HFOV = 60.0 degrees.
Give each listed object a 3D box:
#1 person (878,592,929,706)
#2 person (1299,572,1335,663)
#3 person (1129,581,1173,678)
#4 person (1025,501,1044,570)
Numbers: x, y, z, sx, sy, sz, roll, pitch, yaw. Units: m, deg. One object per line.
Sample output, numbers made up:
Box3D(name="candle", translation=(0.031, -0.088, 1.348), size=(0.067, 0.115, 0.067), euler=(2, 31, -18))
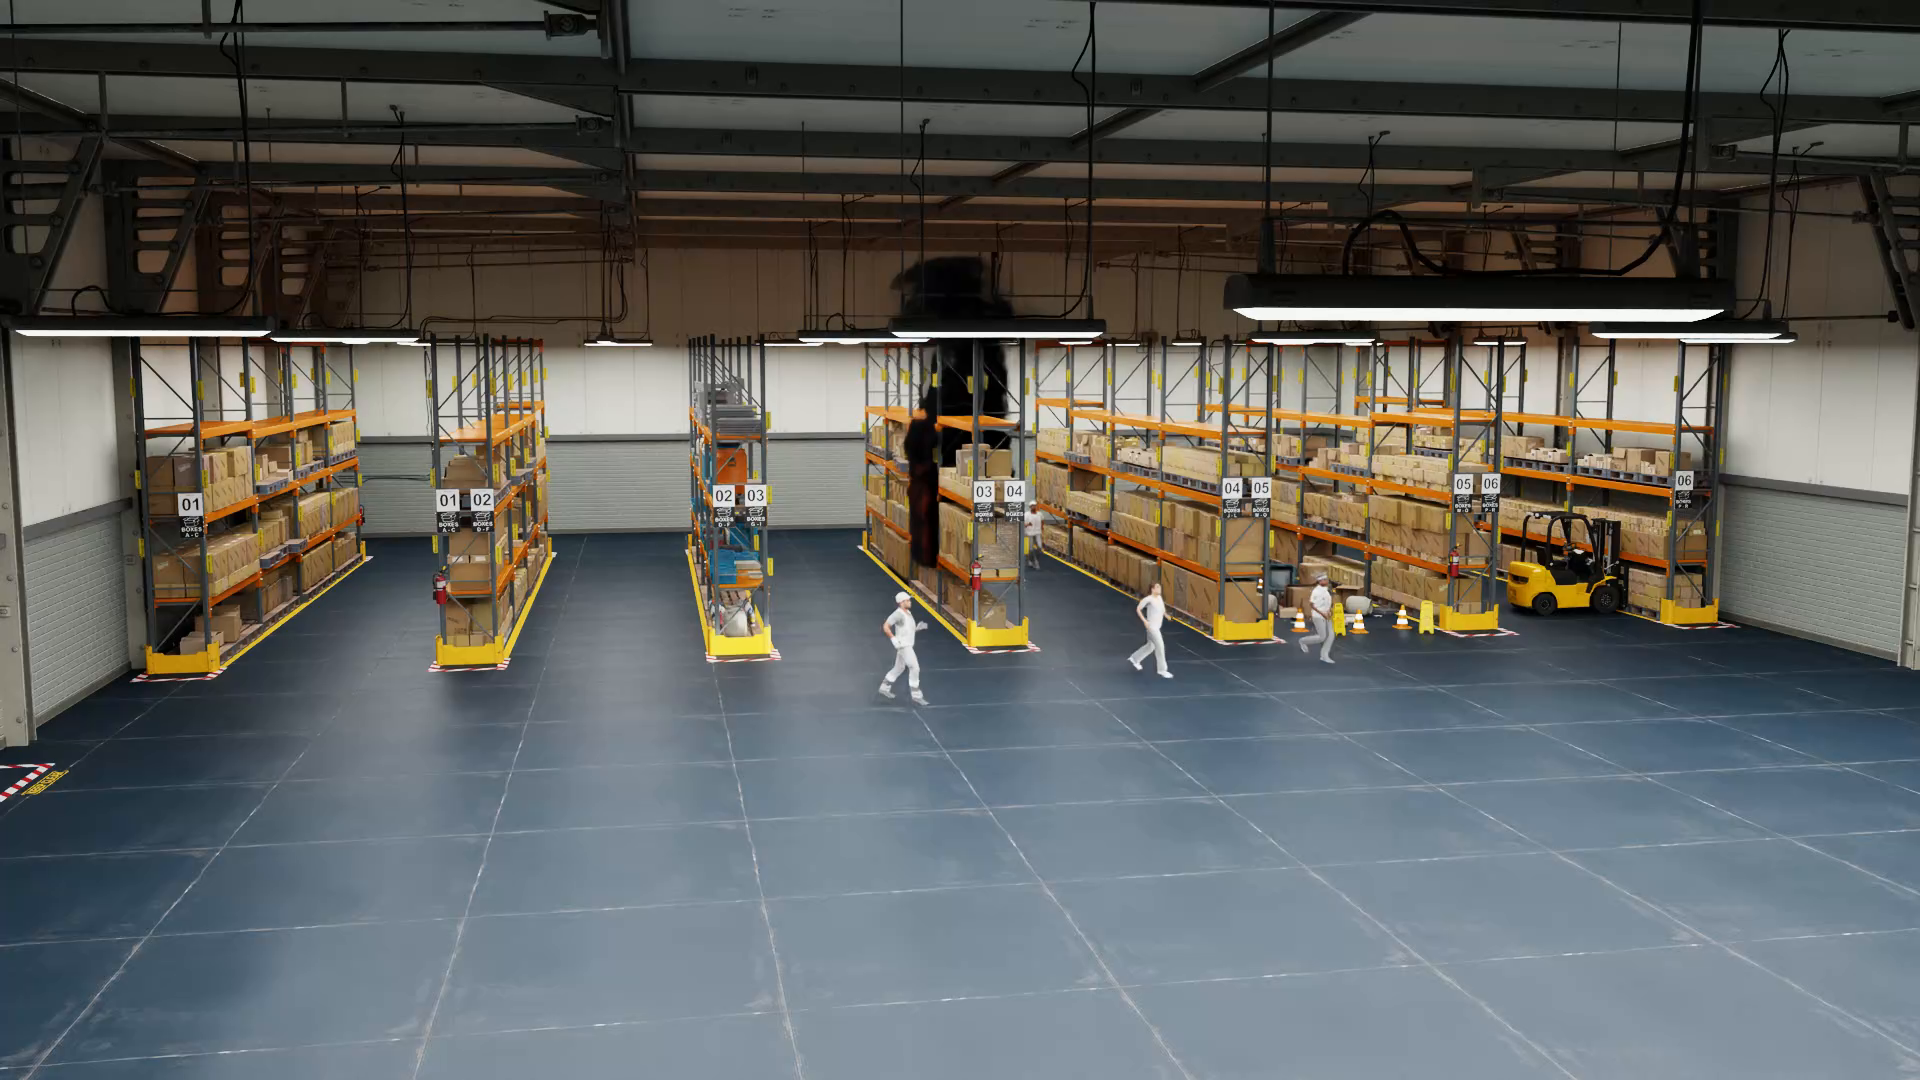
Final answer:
Box3D(name="person", translation=(-0.910, 1.748, 26.835), size=(0.872, 1.829, 0.652), euler=(1, 7, 9))
Box3D(name="person", translation=(6.606, 1.410, 30.622), size=(0.681, 1.682, 0.588), euler=(5, 8, 36))
Box3D(name="person", translation=(3.375, 1.542, 29.292), size=(0.905, 1.676, 0.573), euler=(4, 8, 34))
Box3D(name="person", translation=(1.925, -0.123, 43.462), size=(0.656, 1.811, 0.696), euler=(-1, 7, -11))
